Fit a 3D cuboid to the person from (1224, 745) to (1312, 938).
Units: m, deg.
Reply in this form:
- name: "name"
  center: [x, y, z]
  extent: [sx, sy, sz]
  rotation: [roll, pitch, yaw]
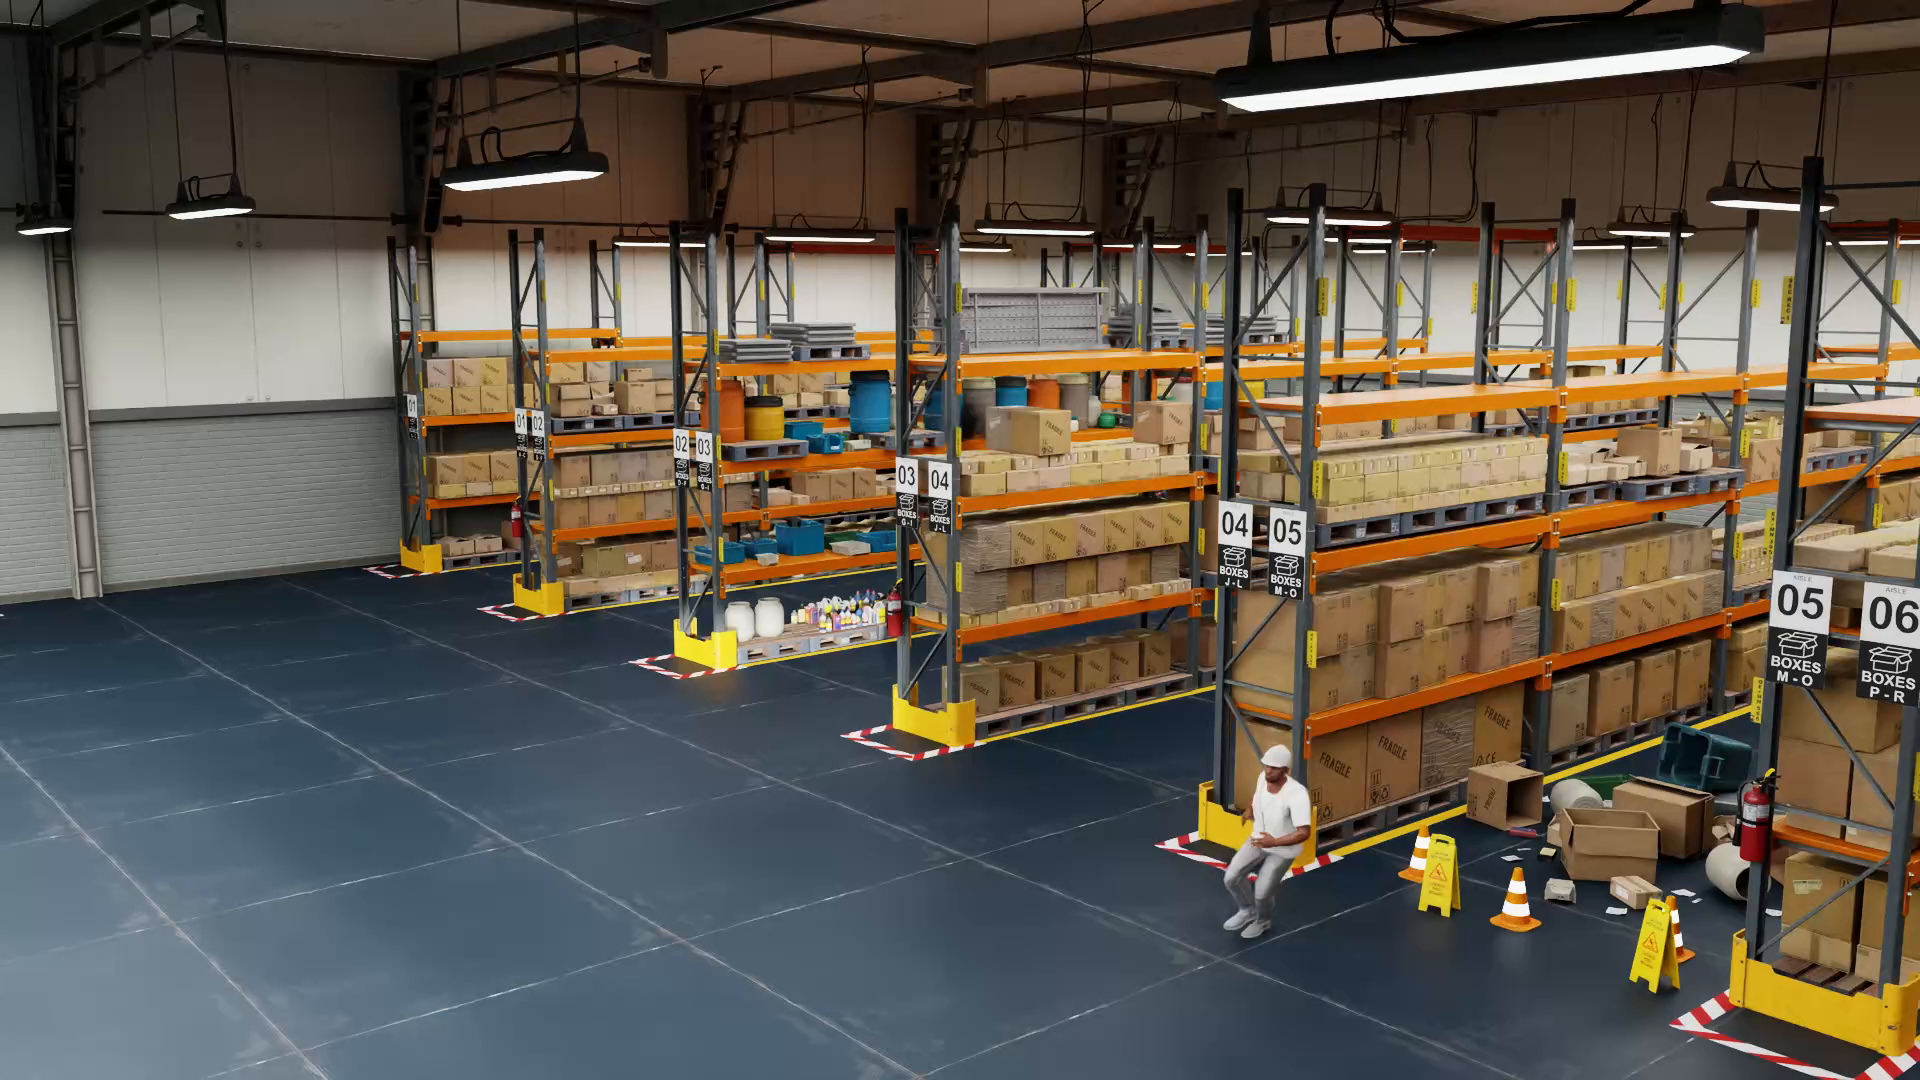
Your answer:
- name: "person"
  center: [2.376, 2.382, 12.954]
  extent: [0.709, 1.668, 0.878]
  rotation: [-9, 12, -44]
